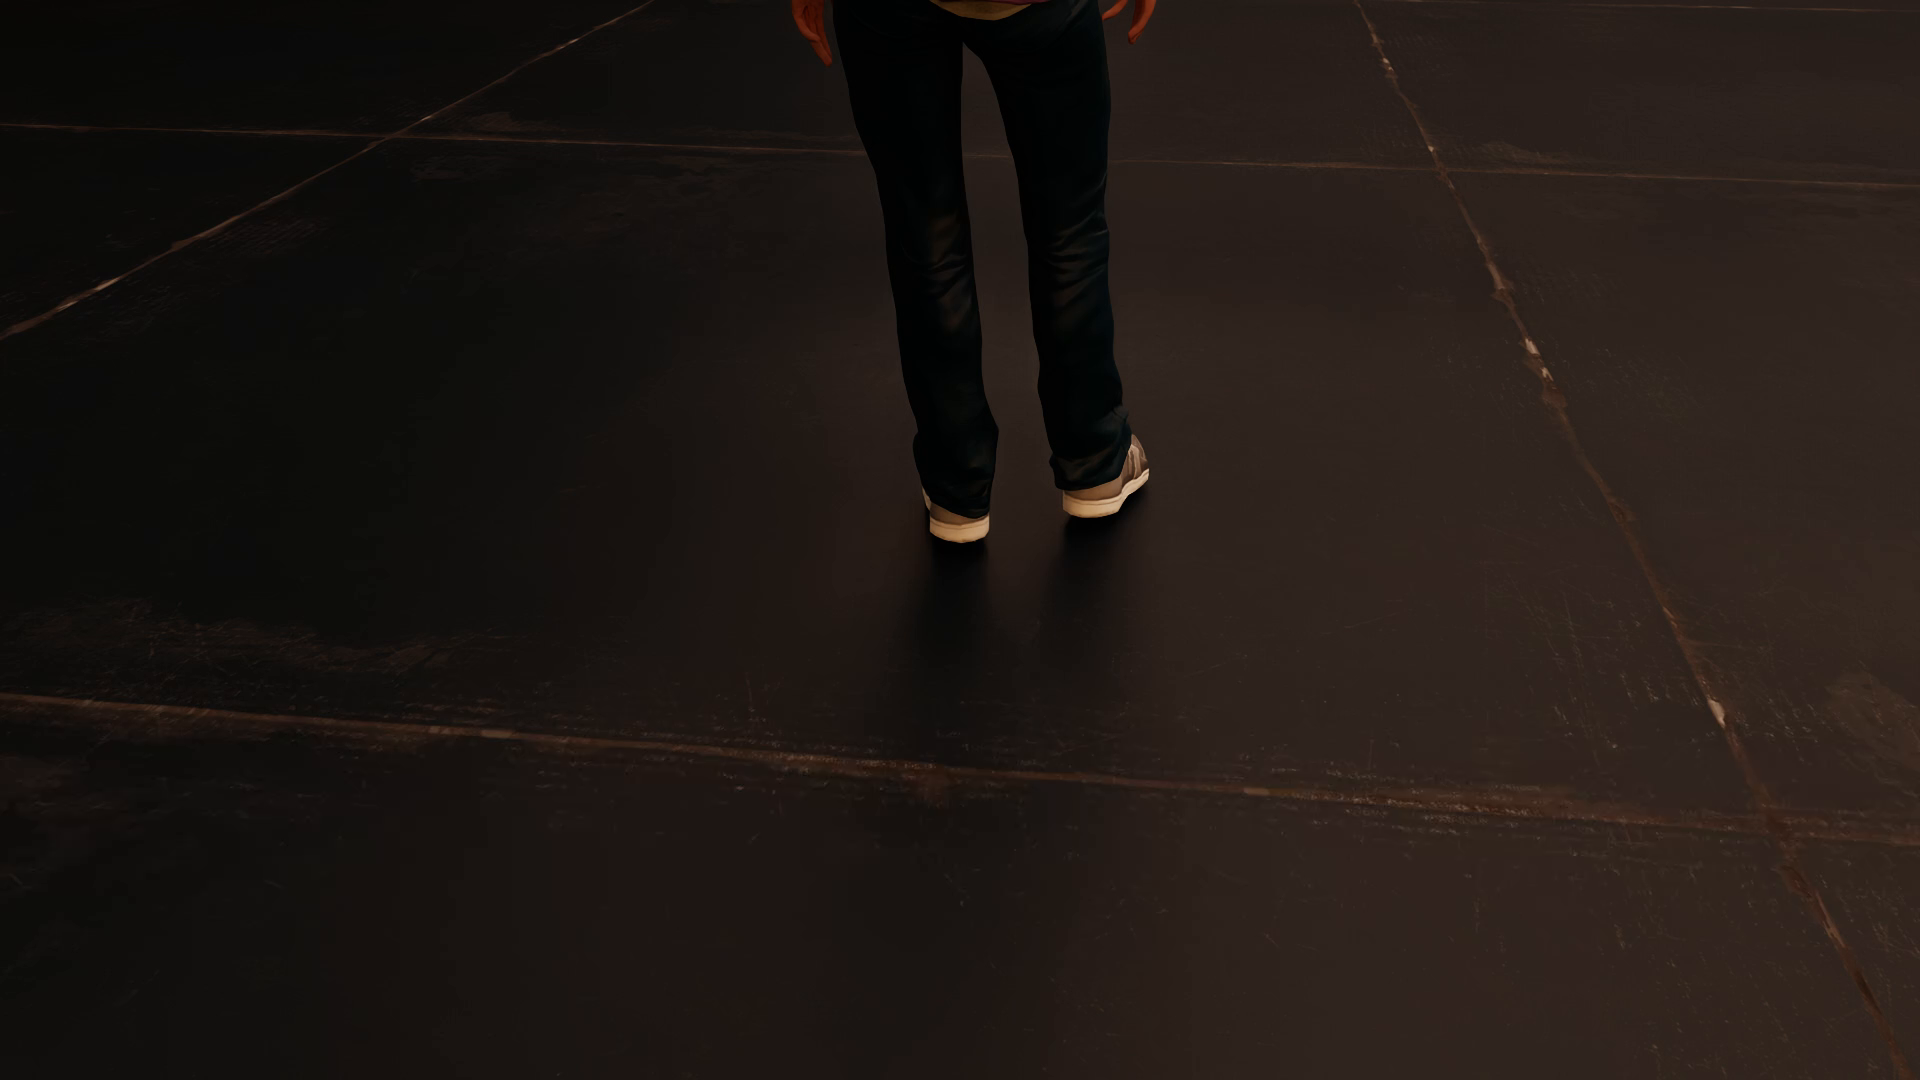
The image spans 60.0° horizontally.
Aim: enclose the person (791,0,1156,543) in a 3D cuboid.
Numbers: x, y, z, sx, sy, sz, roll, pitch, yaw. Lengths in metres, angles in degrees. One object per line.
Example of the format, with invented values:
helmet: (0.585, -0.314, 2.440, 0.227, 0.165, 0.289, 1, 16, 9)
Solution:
person: (0.024, -0.753, 2.204, 0.520, 1.597, 0.476, 3, 27, 7)
